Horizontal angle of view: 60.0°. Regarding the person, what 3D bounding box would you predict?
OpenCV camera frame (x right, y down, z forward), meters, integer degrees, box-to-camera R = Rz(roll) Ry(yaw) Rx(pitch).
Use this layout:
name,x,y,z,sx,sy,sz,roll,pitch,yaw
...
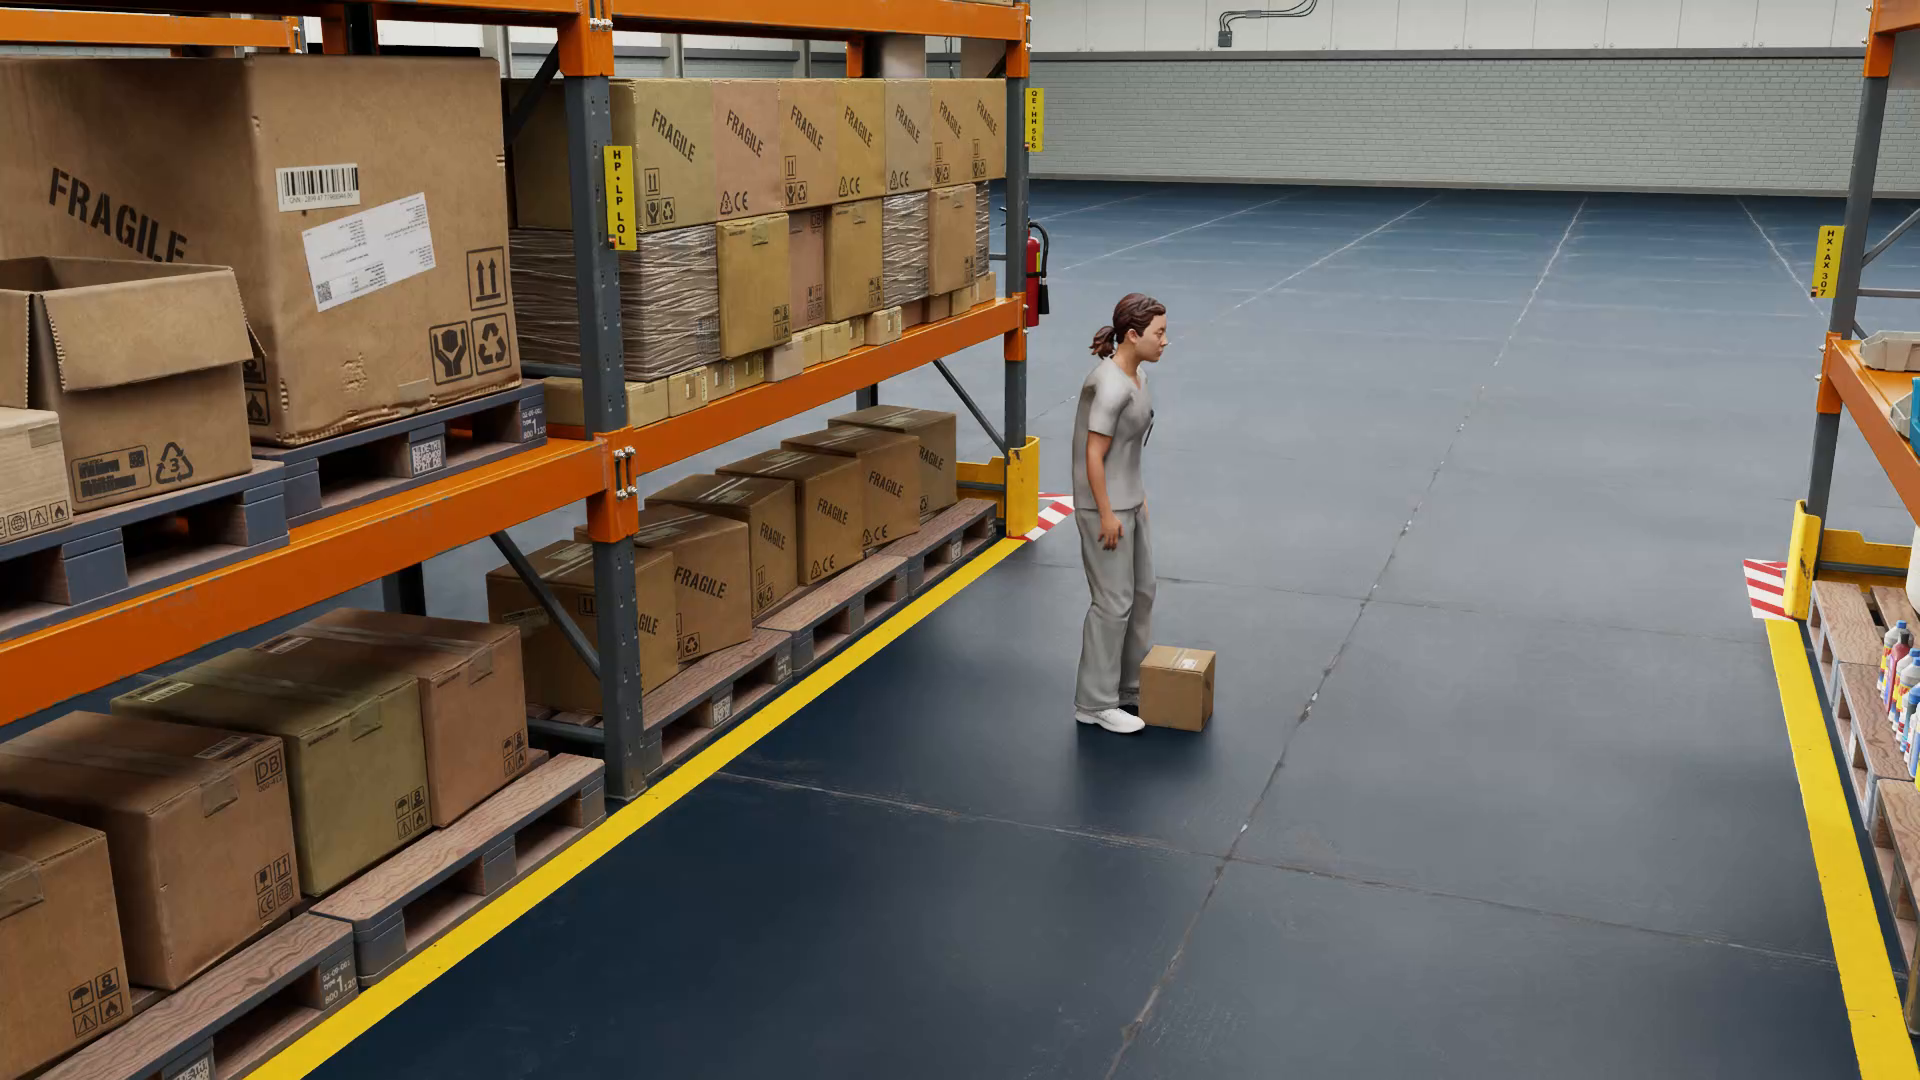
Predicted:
name,x,y,z,sx,sy,sz,roll,pitch,yaw
person,0.644,-0.118,6.454,0.411,1.672,0.485,6,17,20
